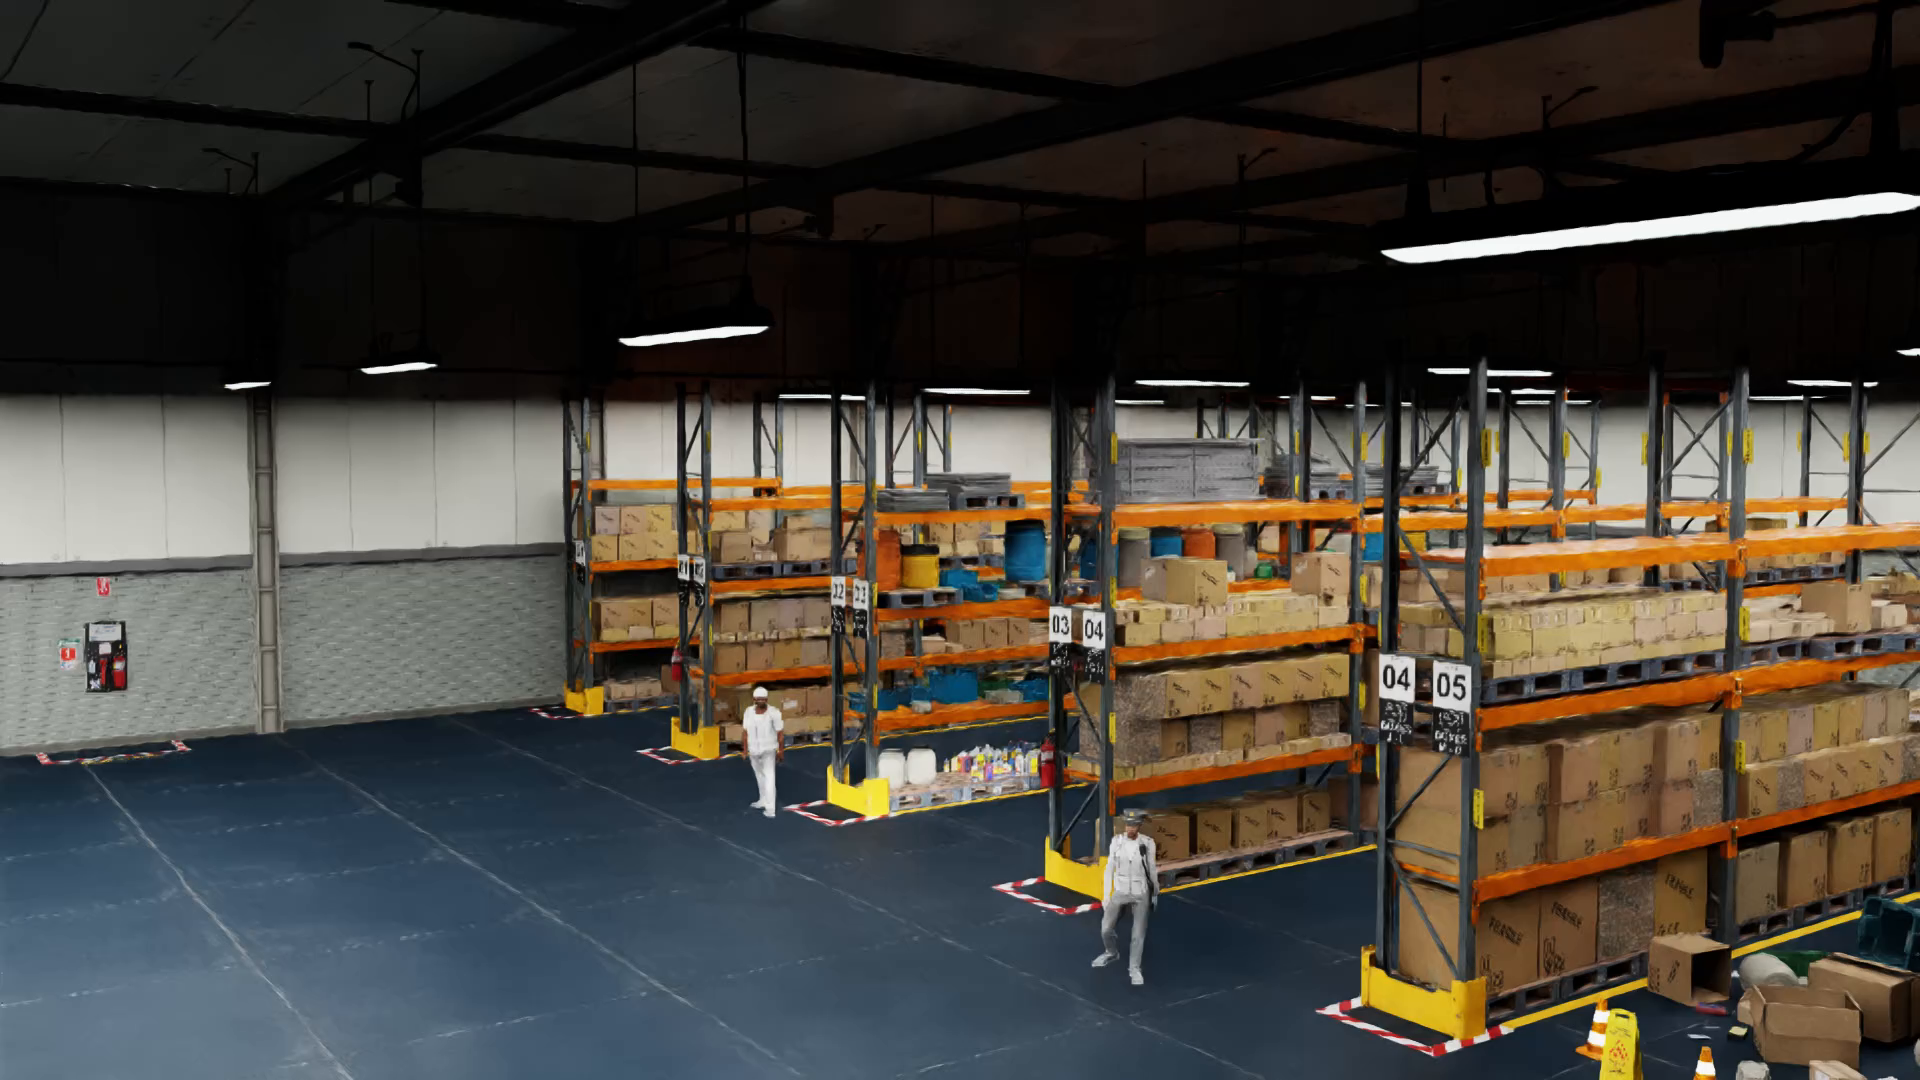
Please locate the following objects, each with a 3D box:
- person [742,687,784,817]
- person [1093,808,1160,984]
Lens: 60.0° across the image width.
[{"bbox_3d":[-2.672,2.845,22.516,0.629,1.728,0.867,1,4,20],"label":"person"},{"bbox_3d":[1.557,3.326,15.670,0.635,1.659,0.496,1,4,13],"label":"person"}]
